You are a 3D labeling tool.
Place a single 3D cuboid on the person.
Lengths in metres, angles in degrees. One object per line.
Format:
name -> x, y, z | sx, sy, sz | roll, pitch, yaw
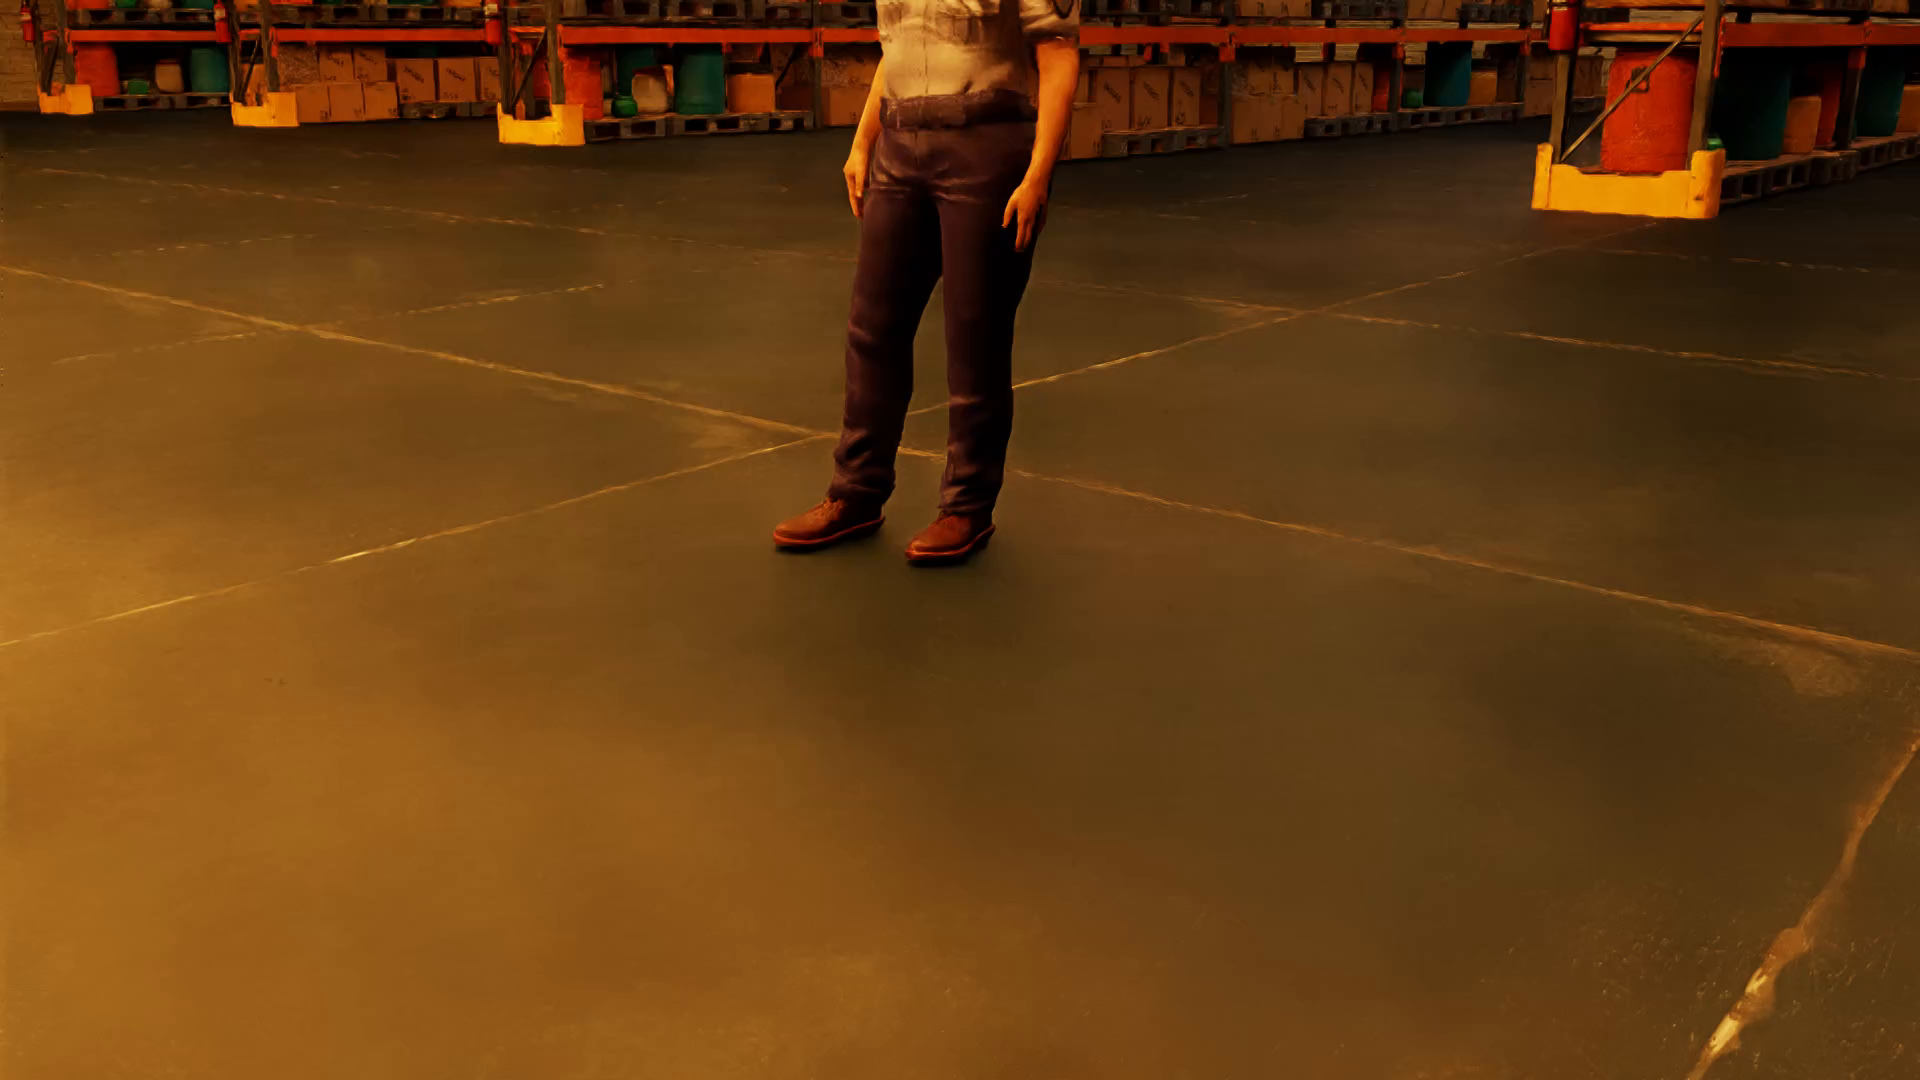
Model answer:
person -> -0.075, -0.774, 3.649 | 0.599, 1.640, 0.502 | 13, 21, 37
